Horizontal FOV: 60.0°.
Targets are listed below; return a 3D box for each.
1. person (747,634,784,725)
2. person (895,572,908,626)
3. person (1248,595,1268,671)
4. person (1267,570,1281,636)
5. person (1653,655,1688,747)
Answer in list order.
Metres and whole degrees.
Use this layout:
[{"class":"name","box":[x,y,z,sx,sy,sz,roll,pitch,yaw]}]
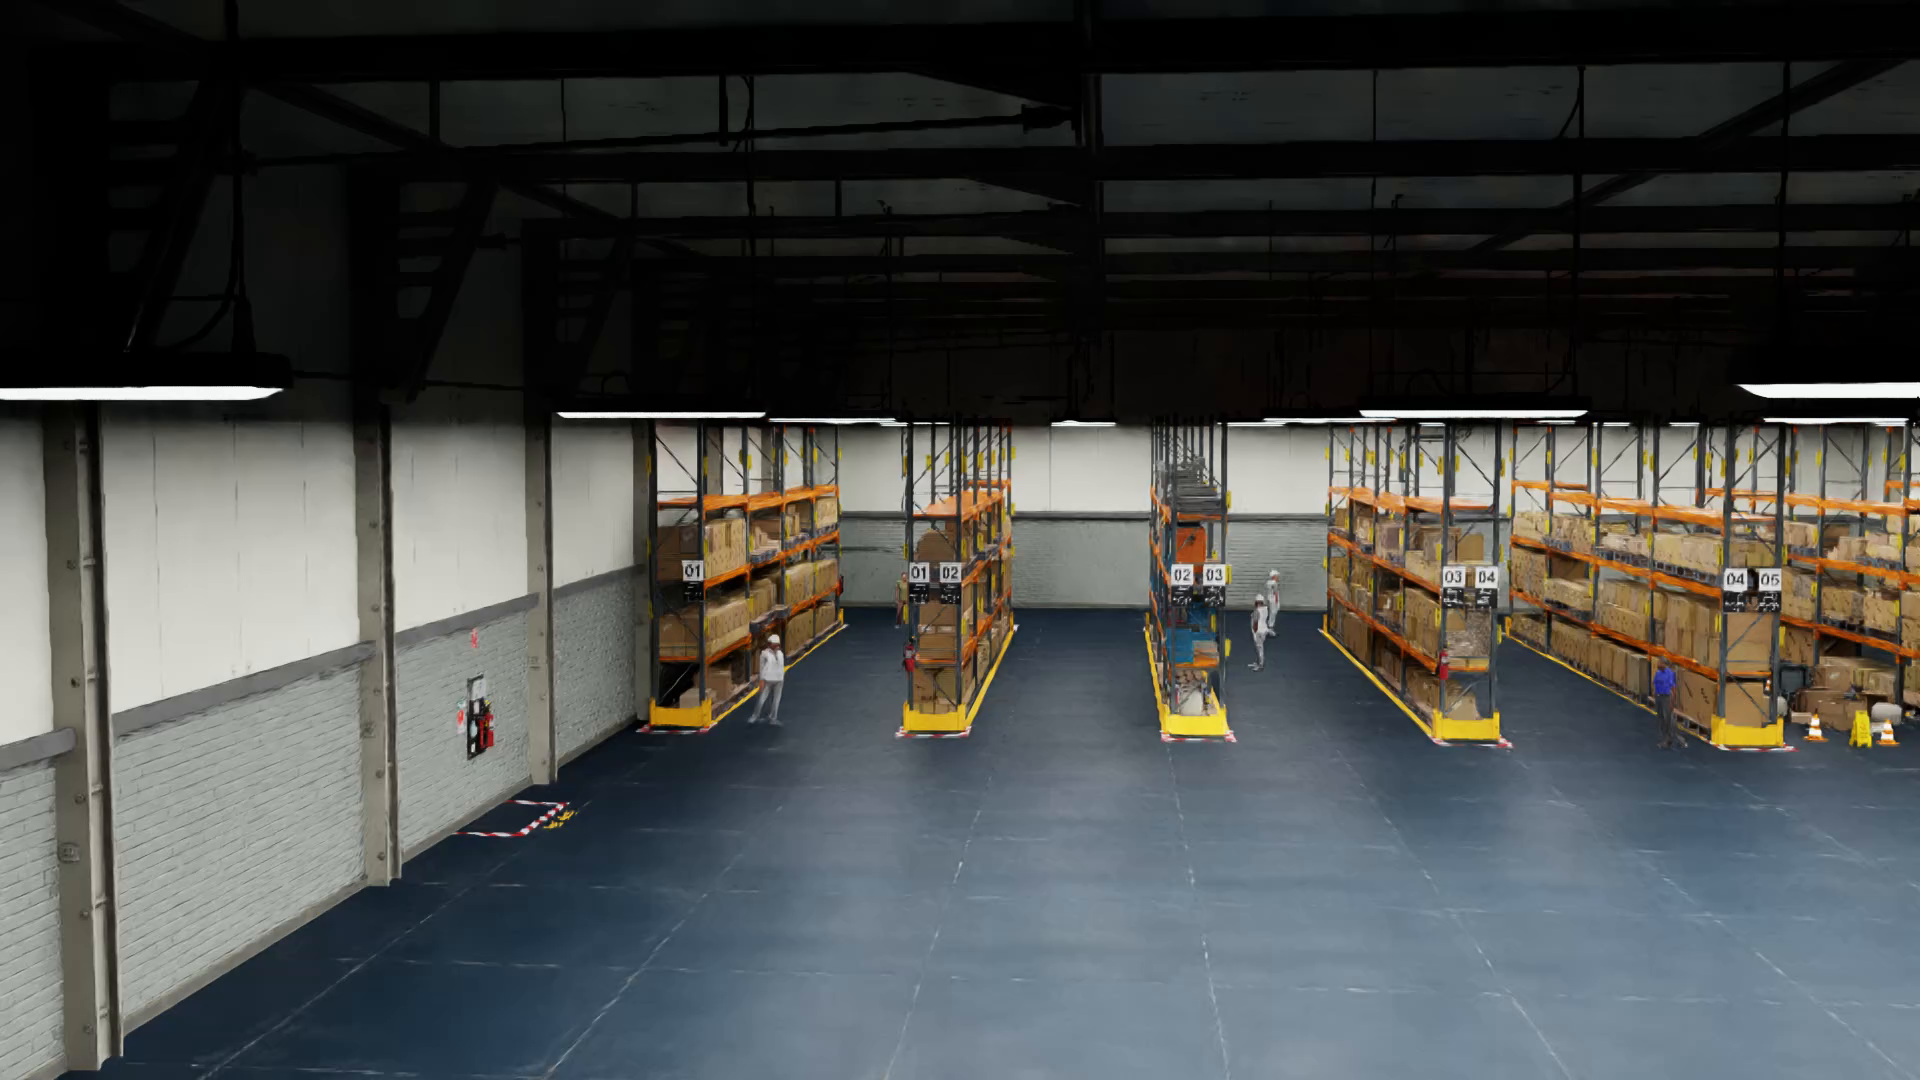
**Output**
[{"class":"person","box":[-3.727,2.689,32.016,0.723,1.759,0.519,-3,5,-36]},{"class":"person","box":[-1.586,1.706,47.809,0.598,1.619,0.507,0,4,3]},{"class":"person","box":[7.006,2.174,39.242,0.498,1.784,0.614,3,5,34]},{"class":"person","box":[8.661,1.724,45.853,0.396,1.791,0.655,-1,4,-8]},{"class":"person","box":[12.693,2.886,29.748,0.428,1.649,0.629,-2,4,-24]}]
